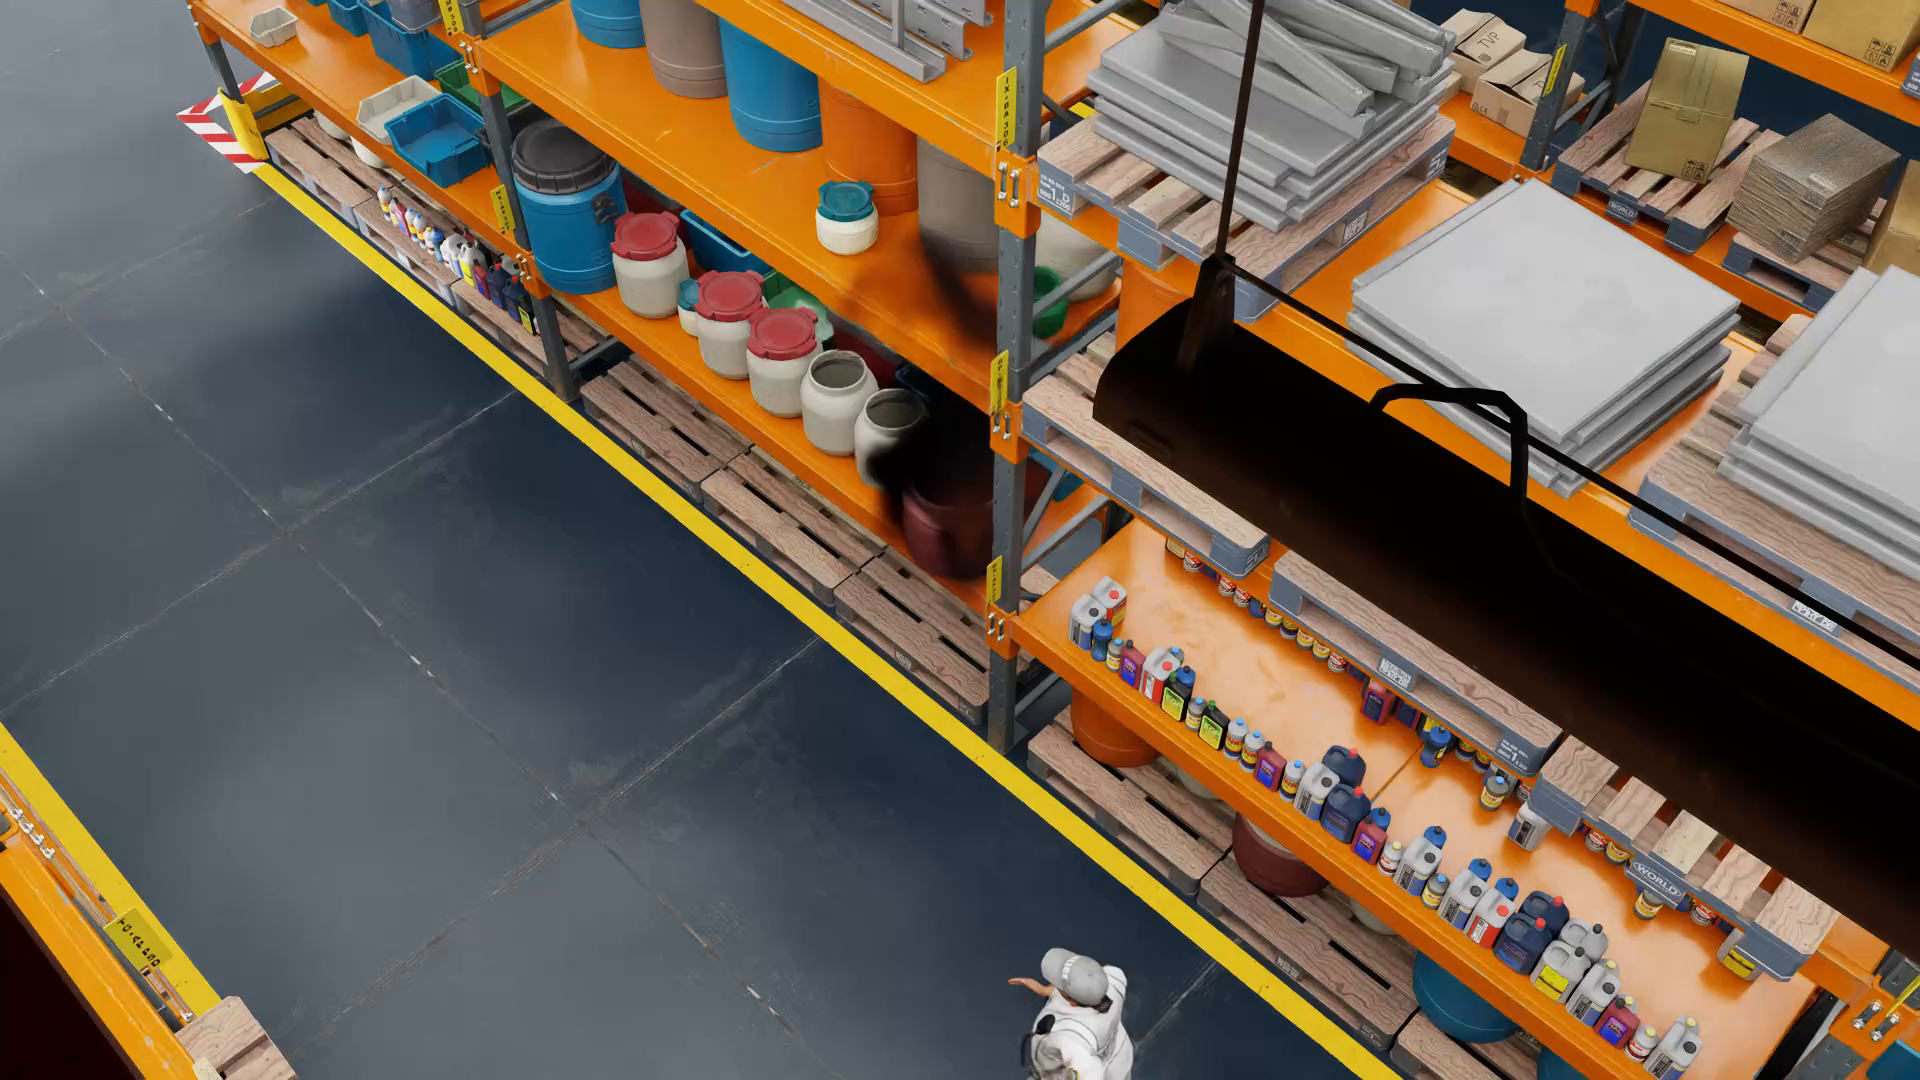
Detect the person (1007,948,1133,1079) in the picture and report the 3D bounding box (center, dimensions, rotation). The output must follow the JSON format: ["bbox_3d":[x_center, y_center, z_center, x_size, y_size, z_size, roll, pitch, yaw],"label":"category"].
[{"bbox_3d":[0.495,2.257,7.093,0.779,1.783,0.580,30,56,22],"label":"person"}]
